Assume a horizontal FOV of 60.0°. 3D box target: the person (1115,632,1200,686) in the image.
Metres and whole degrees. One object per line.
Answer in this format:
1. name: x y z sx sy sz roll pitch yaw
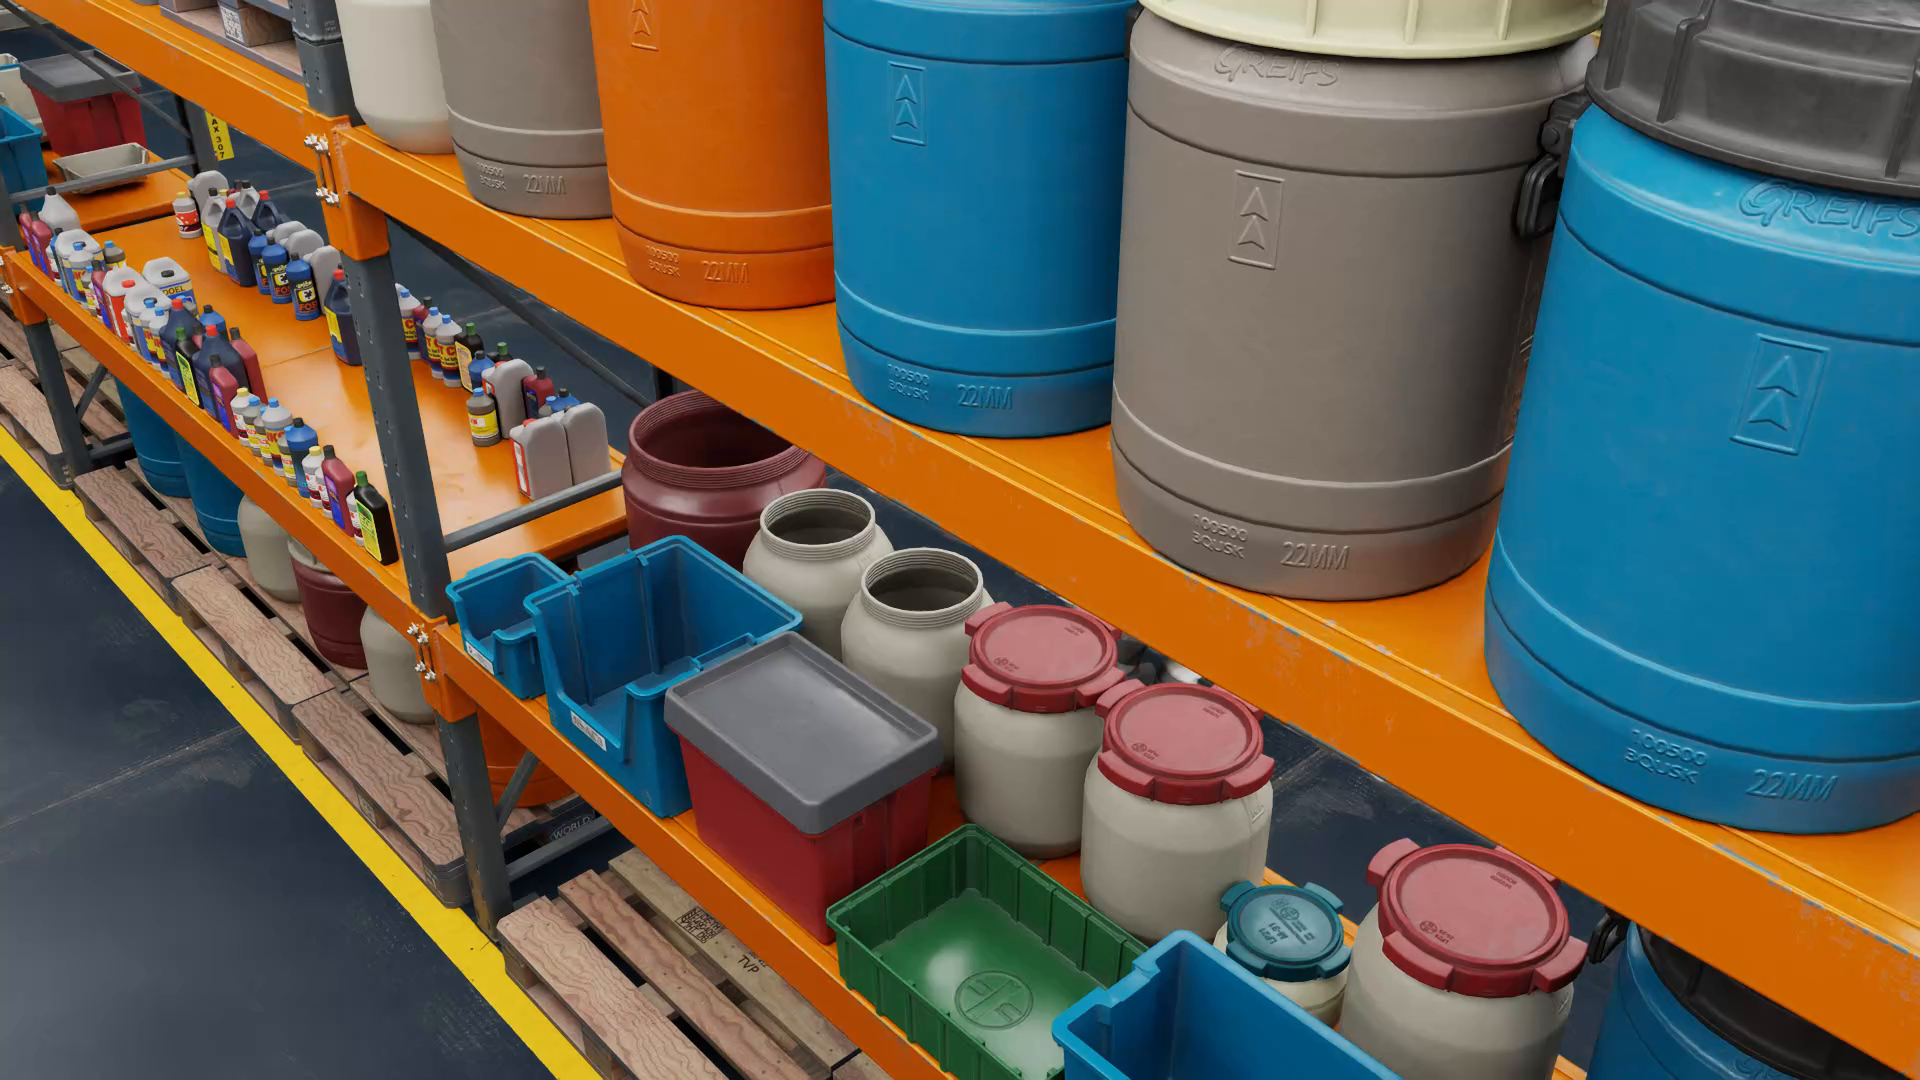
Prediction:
1. person: 0.846 0.200 6.552 0.527 0.988 0.949 27 41 37
